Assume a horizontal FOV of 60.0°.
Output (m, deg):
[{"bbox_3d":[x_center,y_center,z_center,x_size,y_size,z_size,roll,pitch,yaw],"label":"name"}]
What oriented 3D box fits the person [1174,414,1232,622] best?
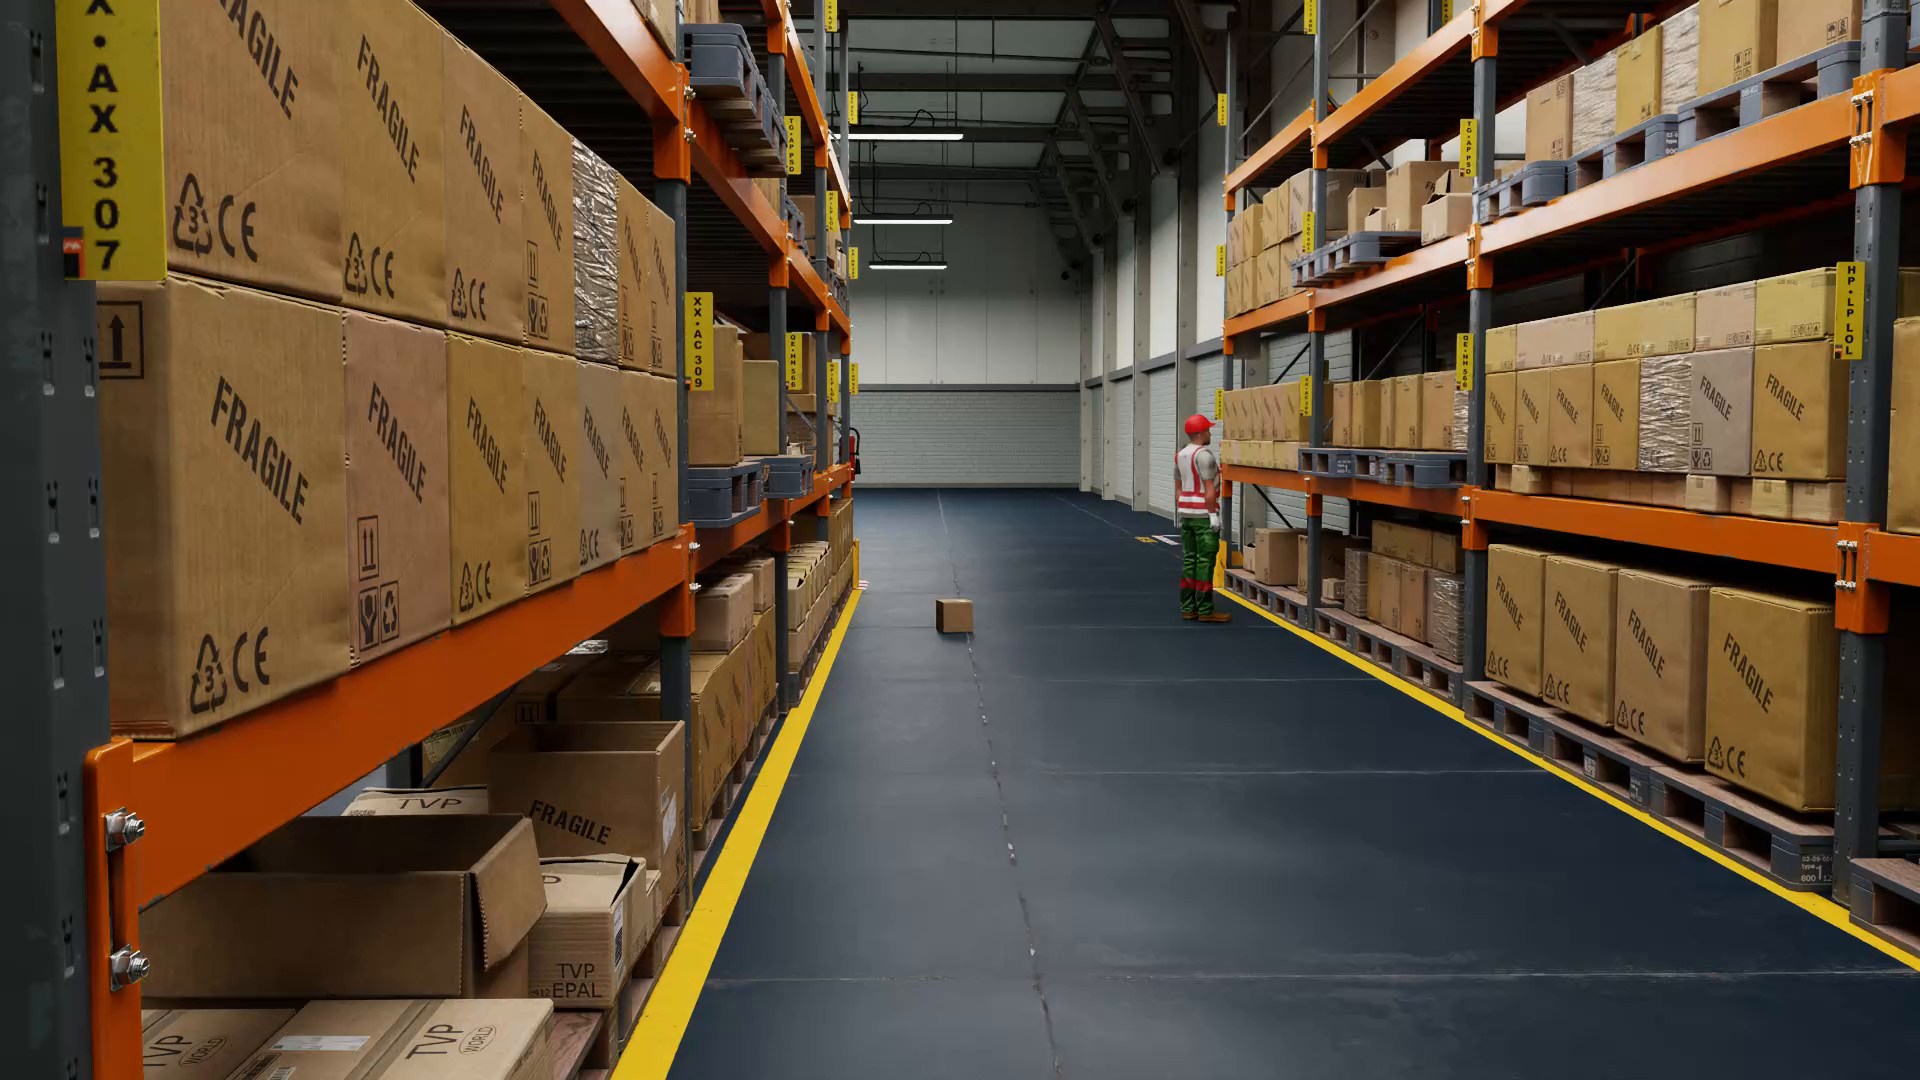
[{"bbox_3d":[2.100,-0.195,14.485,0.369,1.795,0.534,-2,4,-27],"label":"person"}]
